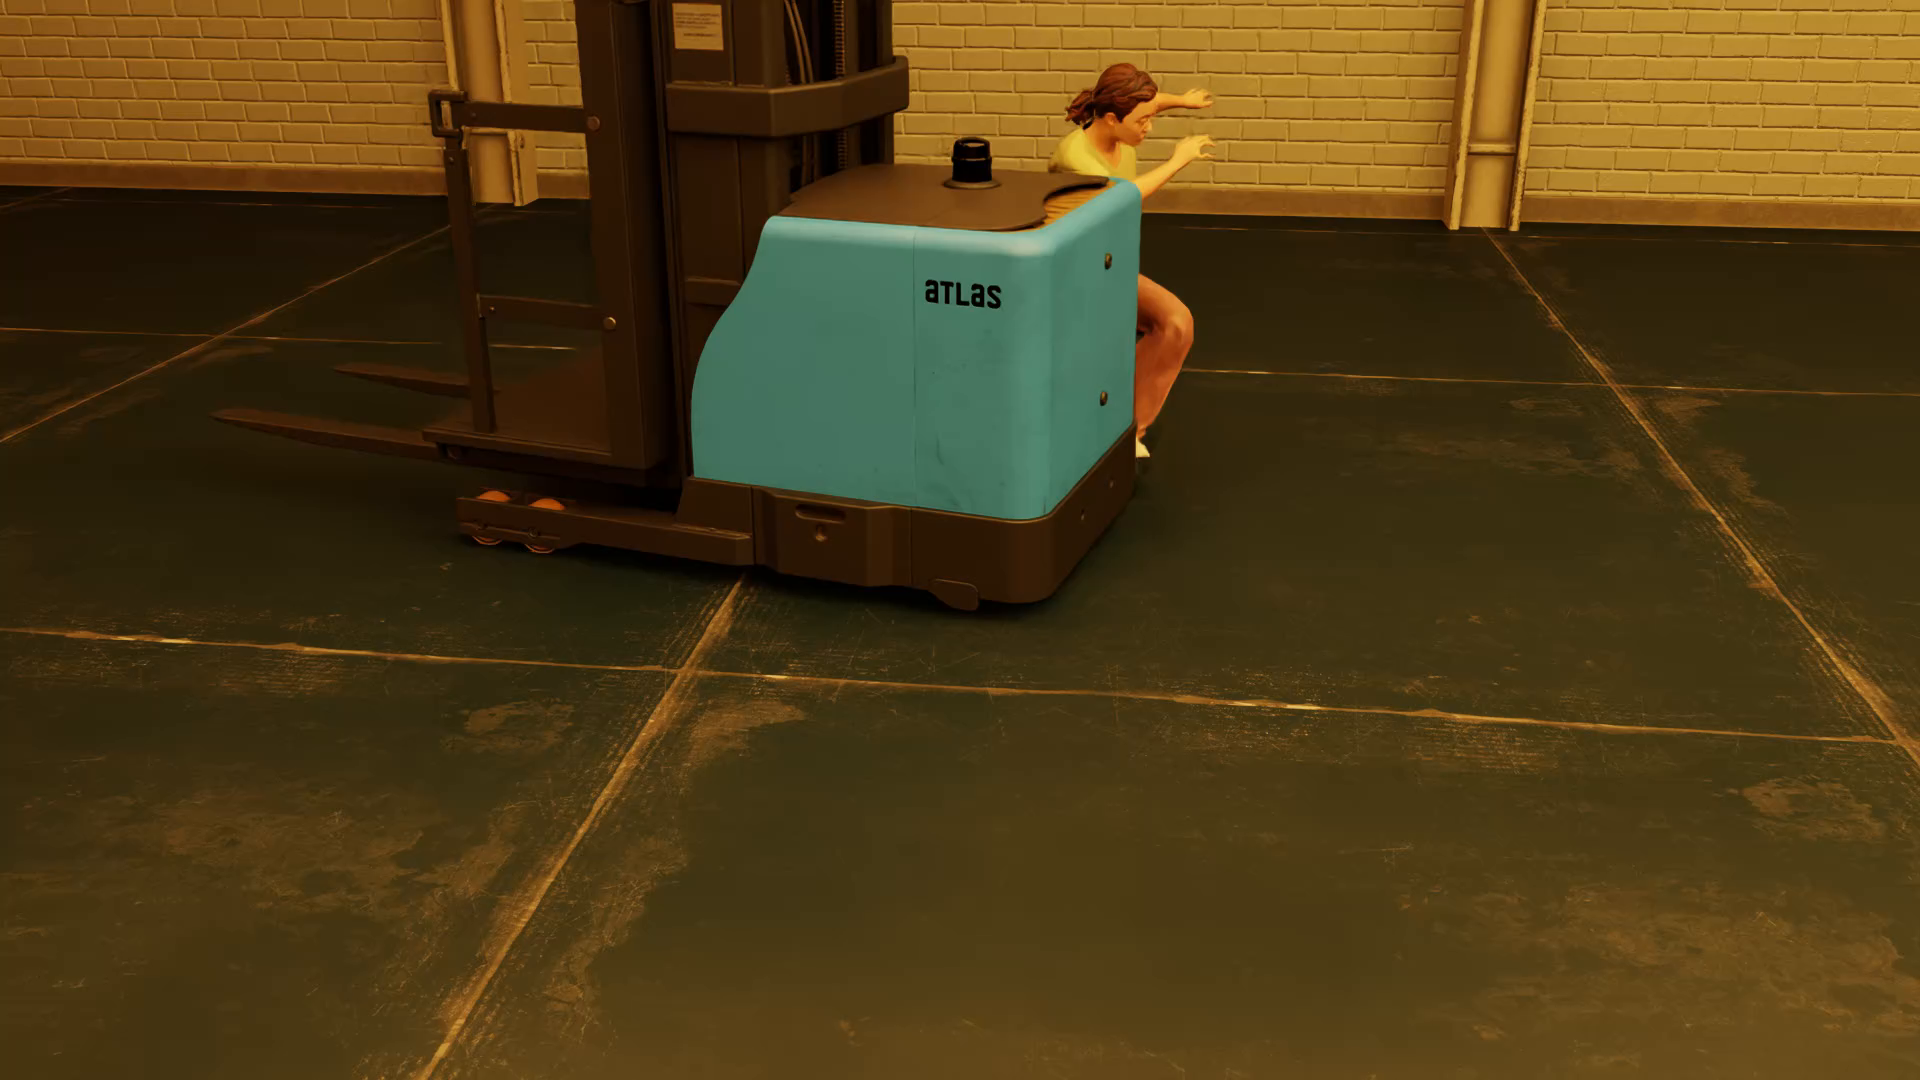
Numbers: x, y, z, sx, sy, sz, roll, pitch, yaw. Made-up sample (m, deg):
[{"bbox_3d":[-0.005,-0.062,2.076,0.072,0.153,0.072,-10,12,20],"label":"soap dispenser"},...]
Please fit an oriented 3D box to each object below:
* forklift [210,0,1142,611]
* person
[{"bbox_3d":[-1.009,-1.491,4.955,3.031,2.935,1.130,8,23,19],"label":"forklift"},{"bbox_3d":[0.590,-0.972,5.710,0.627,1.309,1.378,18,28,38],"label":"person"}]
